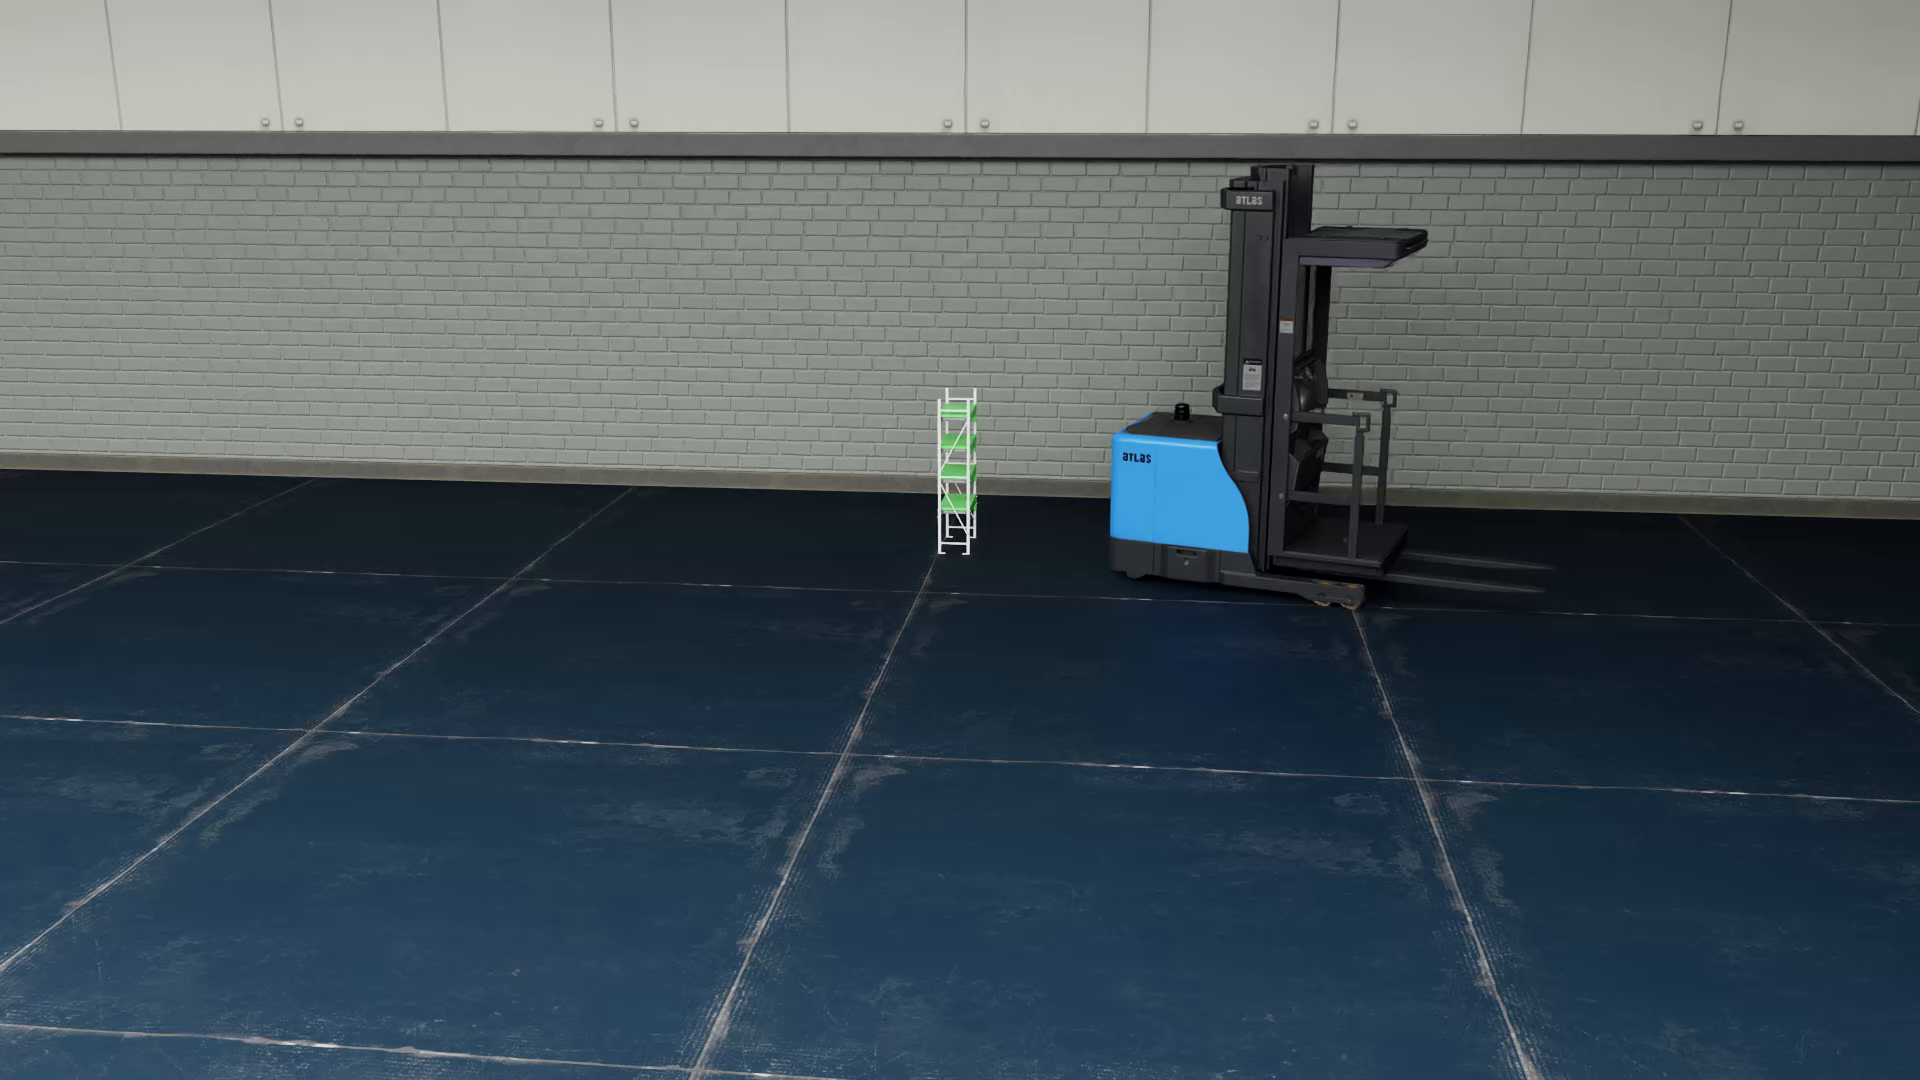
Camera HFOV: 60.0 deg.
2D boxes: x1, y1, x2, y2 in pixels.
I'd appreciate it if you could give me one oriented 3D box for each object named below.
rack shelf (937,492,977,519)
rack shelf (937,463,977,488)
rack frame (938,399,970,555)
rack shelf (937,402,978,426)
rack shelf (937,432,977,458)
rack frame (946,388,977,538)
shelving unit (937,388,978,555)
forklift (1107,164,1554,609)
[{"bbox_3d":[-0.019,-0.243,12.926,0.258,0.148,0.480,2,15,6],"label":"rack shelf"},{"bbox_3d":[-0.019,-0.475,12.863,0.258,0.148,0.480,2,15,6],"label":"rack shelf"},{"bbox_3d":[-0.046,-0.473,12.613,0.240,1.200,0.015,2,15,6],"label":"rack frame"},{"bbox_3d":[-0.019,-0.938,12.738,0.258,0.148,0.480,2,15,6],"label":"rack shelf"},{"bbox_3d":[-0.019,-0.706,12.801,0.258,0.148,0.480,2,15,6],"label":"rack shelf"},{"bbox_3d":[0.009,-0.600,13.081,0.240,1.200,0.015,2,15,6],"label":"rack frame"},{"bbox_3d":[-0.019,-0.536,12.847,0.258,1.200,0.503,2,15,6],"label":"shelving unit"},{"bbox_3d":[2.637,-1.096,11.601,3.031,2.935,1.130,7,17,23],"label":"forklift"}]
